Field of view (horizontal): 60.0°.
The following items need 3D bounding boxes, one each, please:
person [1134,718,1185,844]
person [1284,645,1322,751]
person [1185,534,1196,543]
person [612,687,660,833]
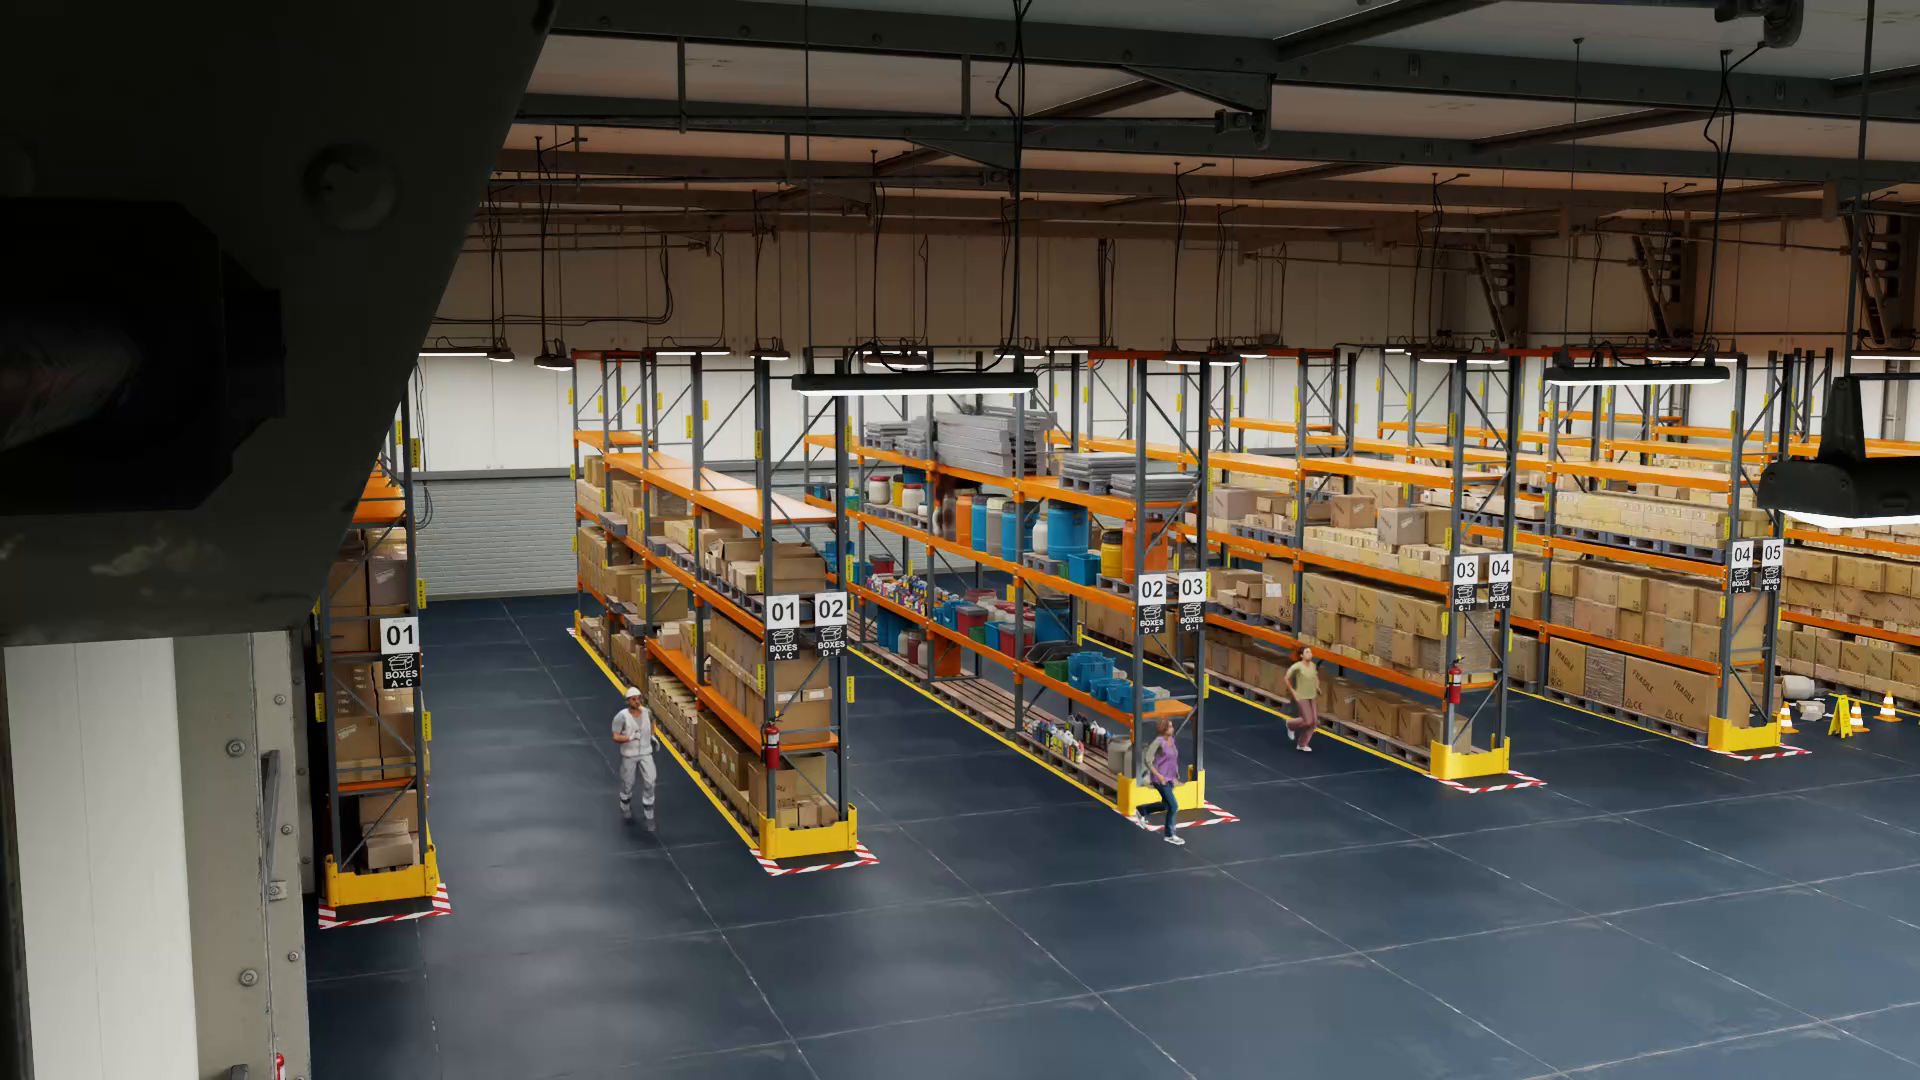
[{"bbox_3d":[2.485,2.985,20.765,0.732,1.566,0.553,5,9,34],"label":"person"},{"bbox_3d":[5.230,2.396,25.262,0.580,1.621,0.558,-4,8,-27],"label":"person"},{"bbox_3d":[5.667,0.375,41.461,0.653,1.770,0.828,-4,8,-27],"label":"person"},{"bbox_3d":[-4.150,2.793,21.330,0.648,1.845,0.799,-4,8,-27],"label":"person"}]
